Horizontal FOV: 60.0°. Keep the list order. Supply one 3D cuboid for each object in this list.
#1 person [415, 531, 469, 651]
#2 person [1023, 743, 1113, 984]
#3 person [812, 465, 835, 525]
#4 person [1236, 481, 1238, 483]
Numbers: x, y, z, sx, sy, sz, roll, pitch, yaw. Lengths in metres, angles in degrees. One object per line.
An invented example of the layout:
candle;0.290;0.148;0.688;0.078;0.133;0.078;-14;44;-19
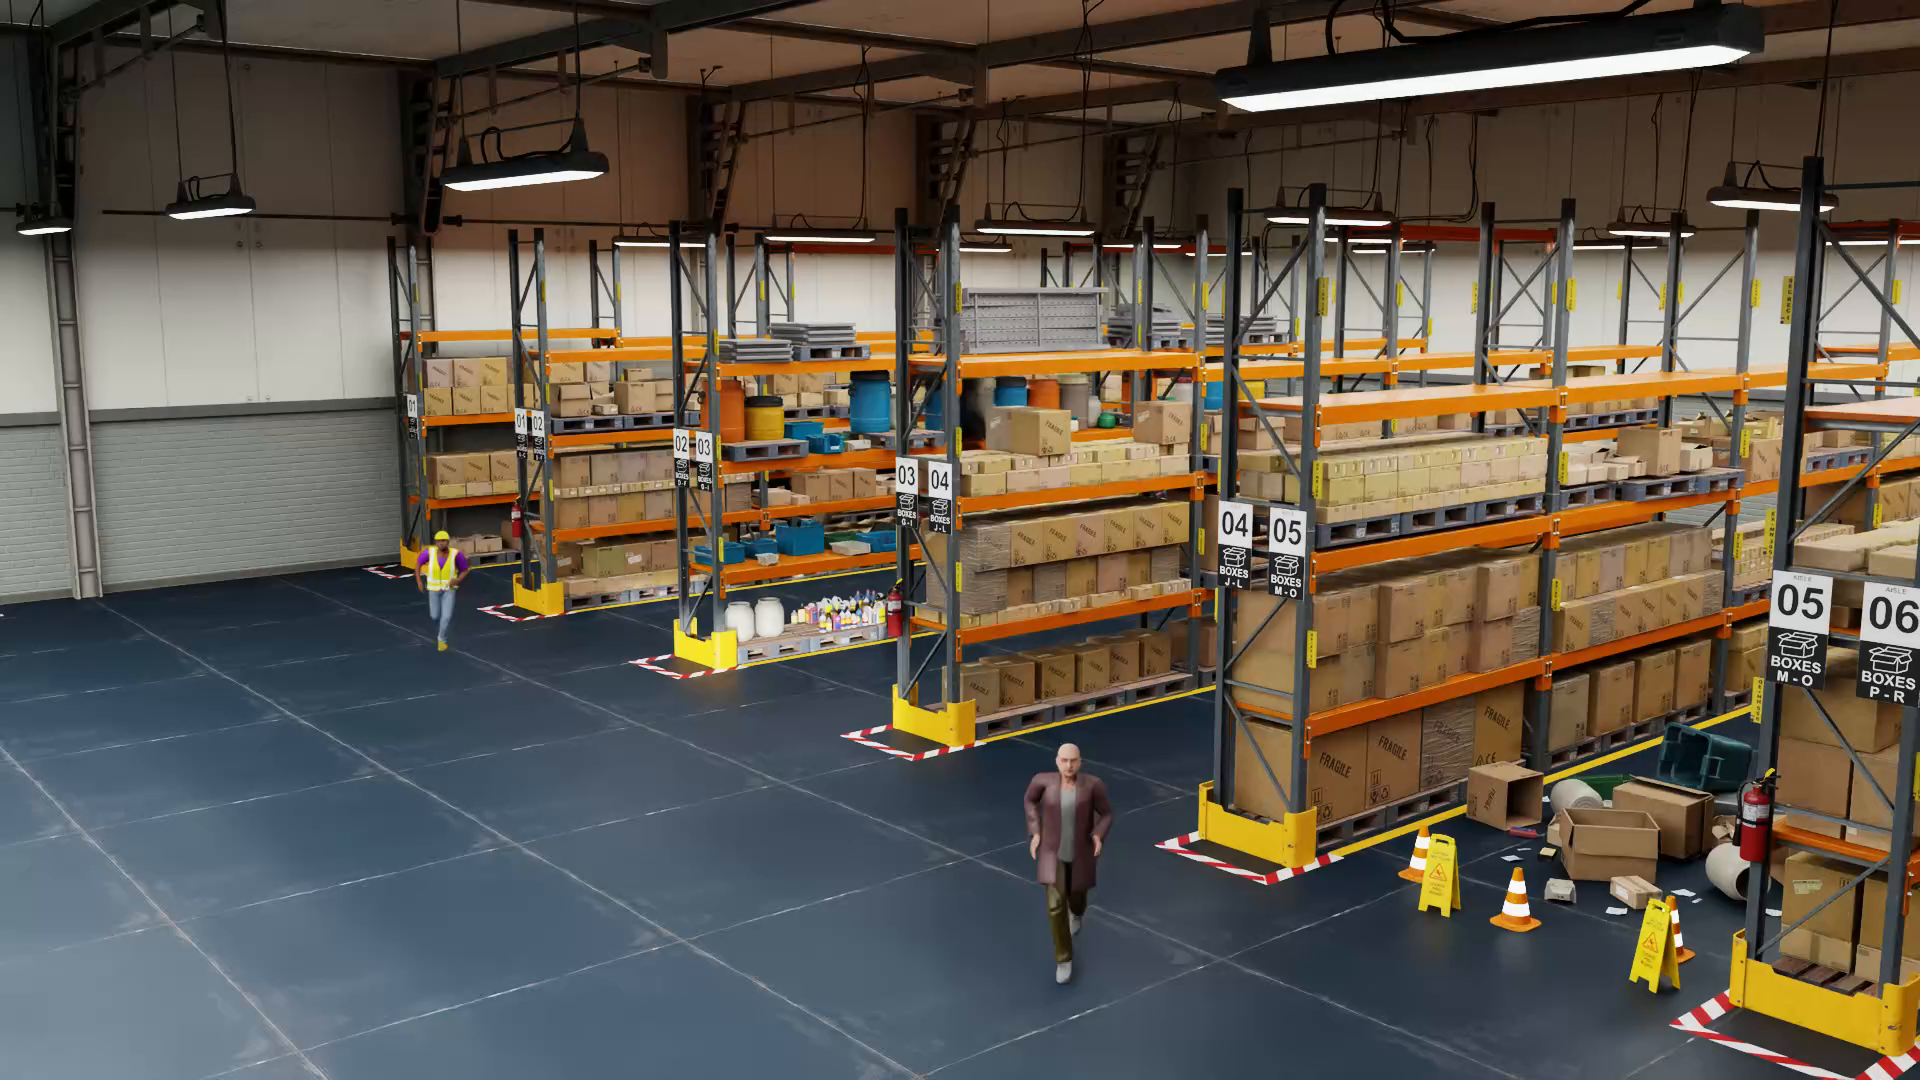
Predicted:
person;-7.377;0.708;23.697;0.744;1.714;0.688;-1;9;-9
person;0.820;2.374;12.692;0.689;1.760;0.959;1;9;5
person;-2.622;-0.610;32.276;0.622;1.690;0.653;-7;11;-40
person;5.451;-0.982;34.510;0.578;1.746;0.665;-9;12;-44
